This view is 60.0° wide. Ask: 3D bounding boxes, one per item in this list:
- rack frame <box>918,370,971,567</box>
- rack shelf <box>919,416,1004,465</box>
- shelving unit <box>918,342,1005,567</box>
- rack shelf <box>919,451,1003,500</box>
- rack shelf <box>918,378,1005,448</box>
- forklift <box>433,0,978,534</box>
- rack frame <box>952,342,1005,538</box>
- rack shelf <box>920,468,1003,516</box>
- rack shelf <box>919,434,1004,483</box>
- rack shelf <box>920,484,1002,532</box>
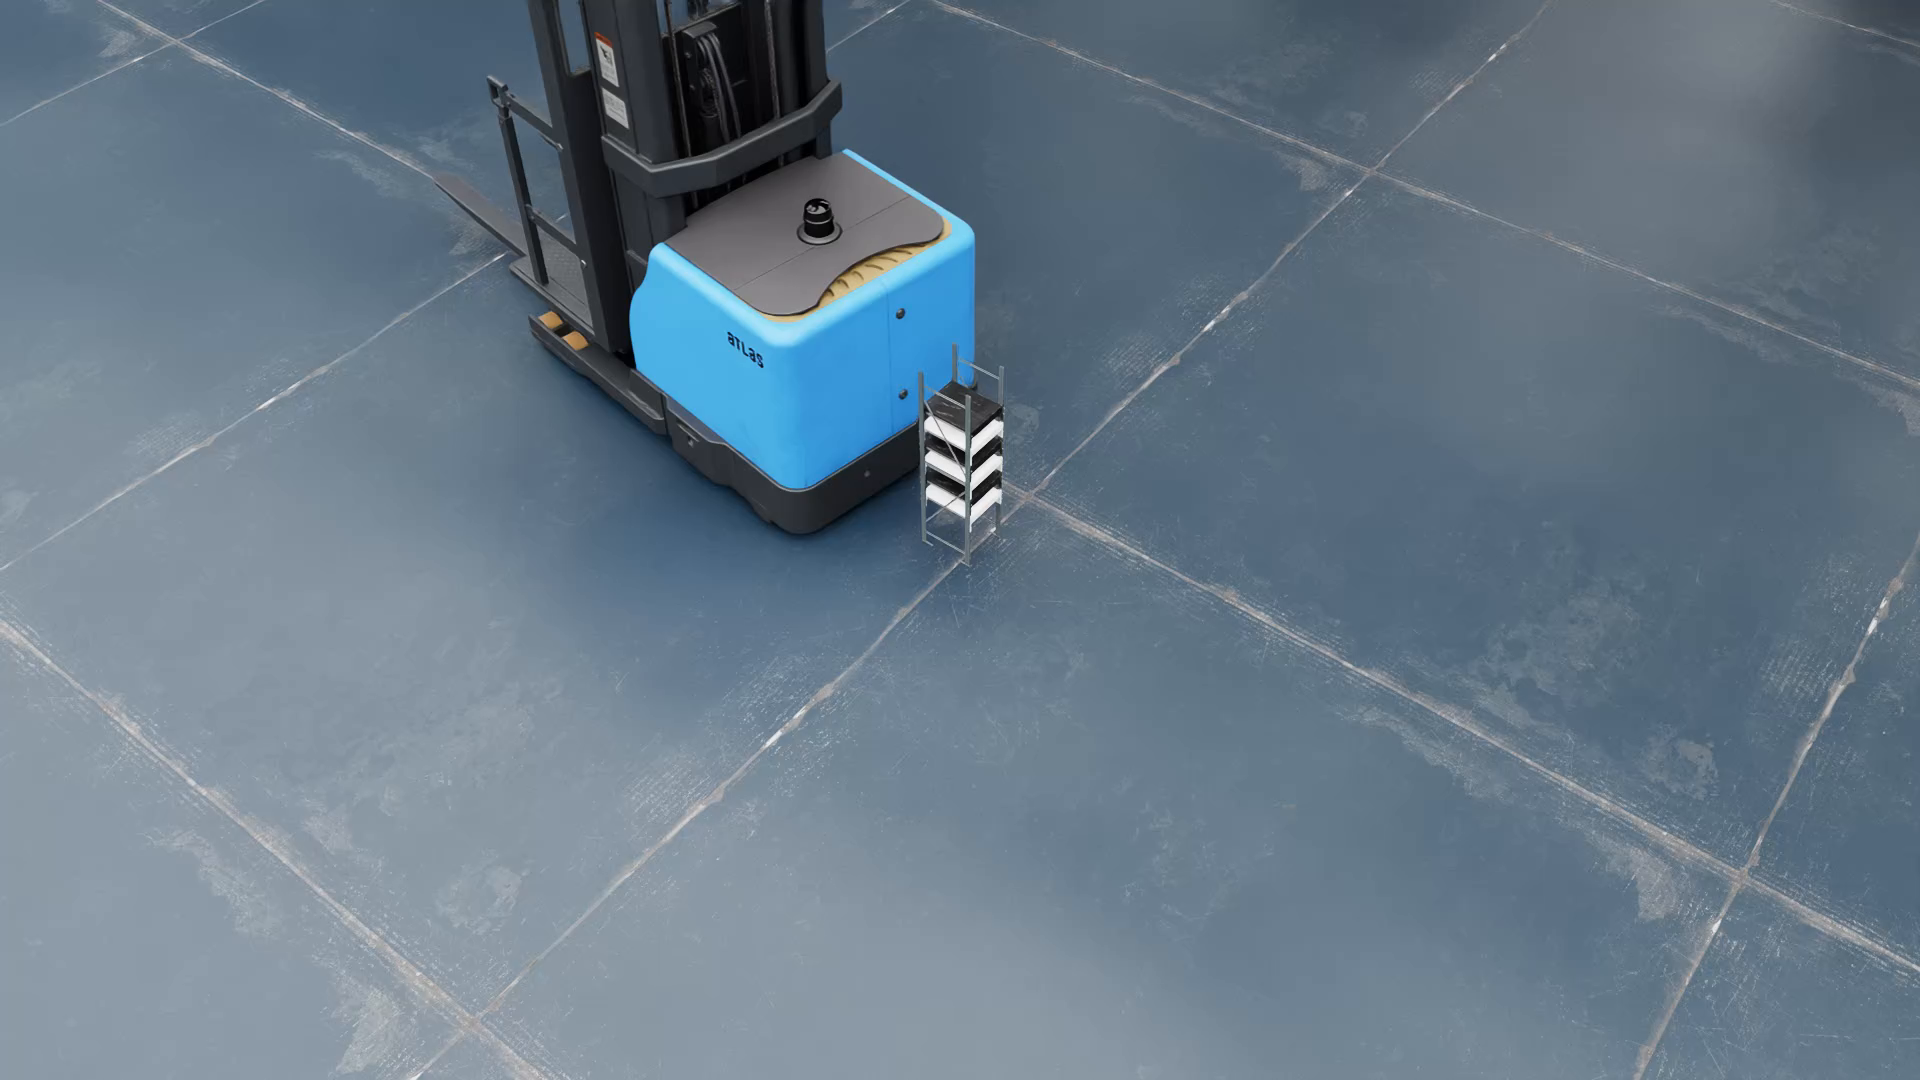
[{"bbox_3d":[-0.057,-0.257,6.373,0.240,0.900,0.006,29,53,25],"label":"rack frame"},{"bbox_3d":[0.005,-0.417,6.323,0.258,0.077,0.200,29,53,25],"label":"rack shelf"},{"bbox_3d":[0.005,-0.315,6.429,0.258,0.900,0.210,29,53,25],"label":"shelving unit"},{"bbox_3d":[0.005,-0.292,6.453,0.258,0.077,0.200,29,53,25],"label":"rack shelf"},{"bbox_3d":[0.005,-0.479,6.258,0.258,0.077,0.200,29,53,25],"label":"rack shelf"},{"bbox_3d":[-1.302,-2.010,6.643,1.130,2.935,3.031,-34,55,-28],"label":"forklift"},{"bbox_3d":[0.067,-0.374,6.485,0.240,0.900,0.006,29,53,25],"label":"rack frame"},{"bbox_3d":[0.005,-0.230,6.518,0.258,0.077,0.200,29,53,25],"label":"rack shelf"},{"bbox_3d":[0.005,-0.355,6.388,0.258,0.077,0.200,29,53,25],"label":"rack shelf"},{"bbox_3d":[0.005,-0.168,6.583,0.258,0.077,0.200,29,53,25],"label":"rack shelf"}]
